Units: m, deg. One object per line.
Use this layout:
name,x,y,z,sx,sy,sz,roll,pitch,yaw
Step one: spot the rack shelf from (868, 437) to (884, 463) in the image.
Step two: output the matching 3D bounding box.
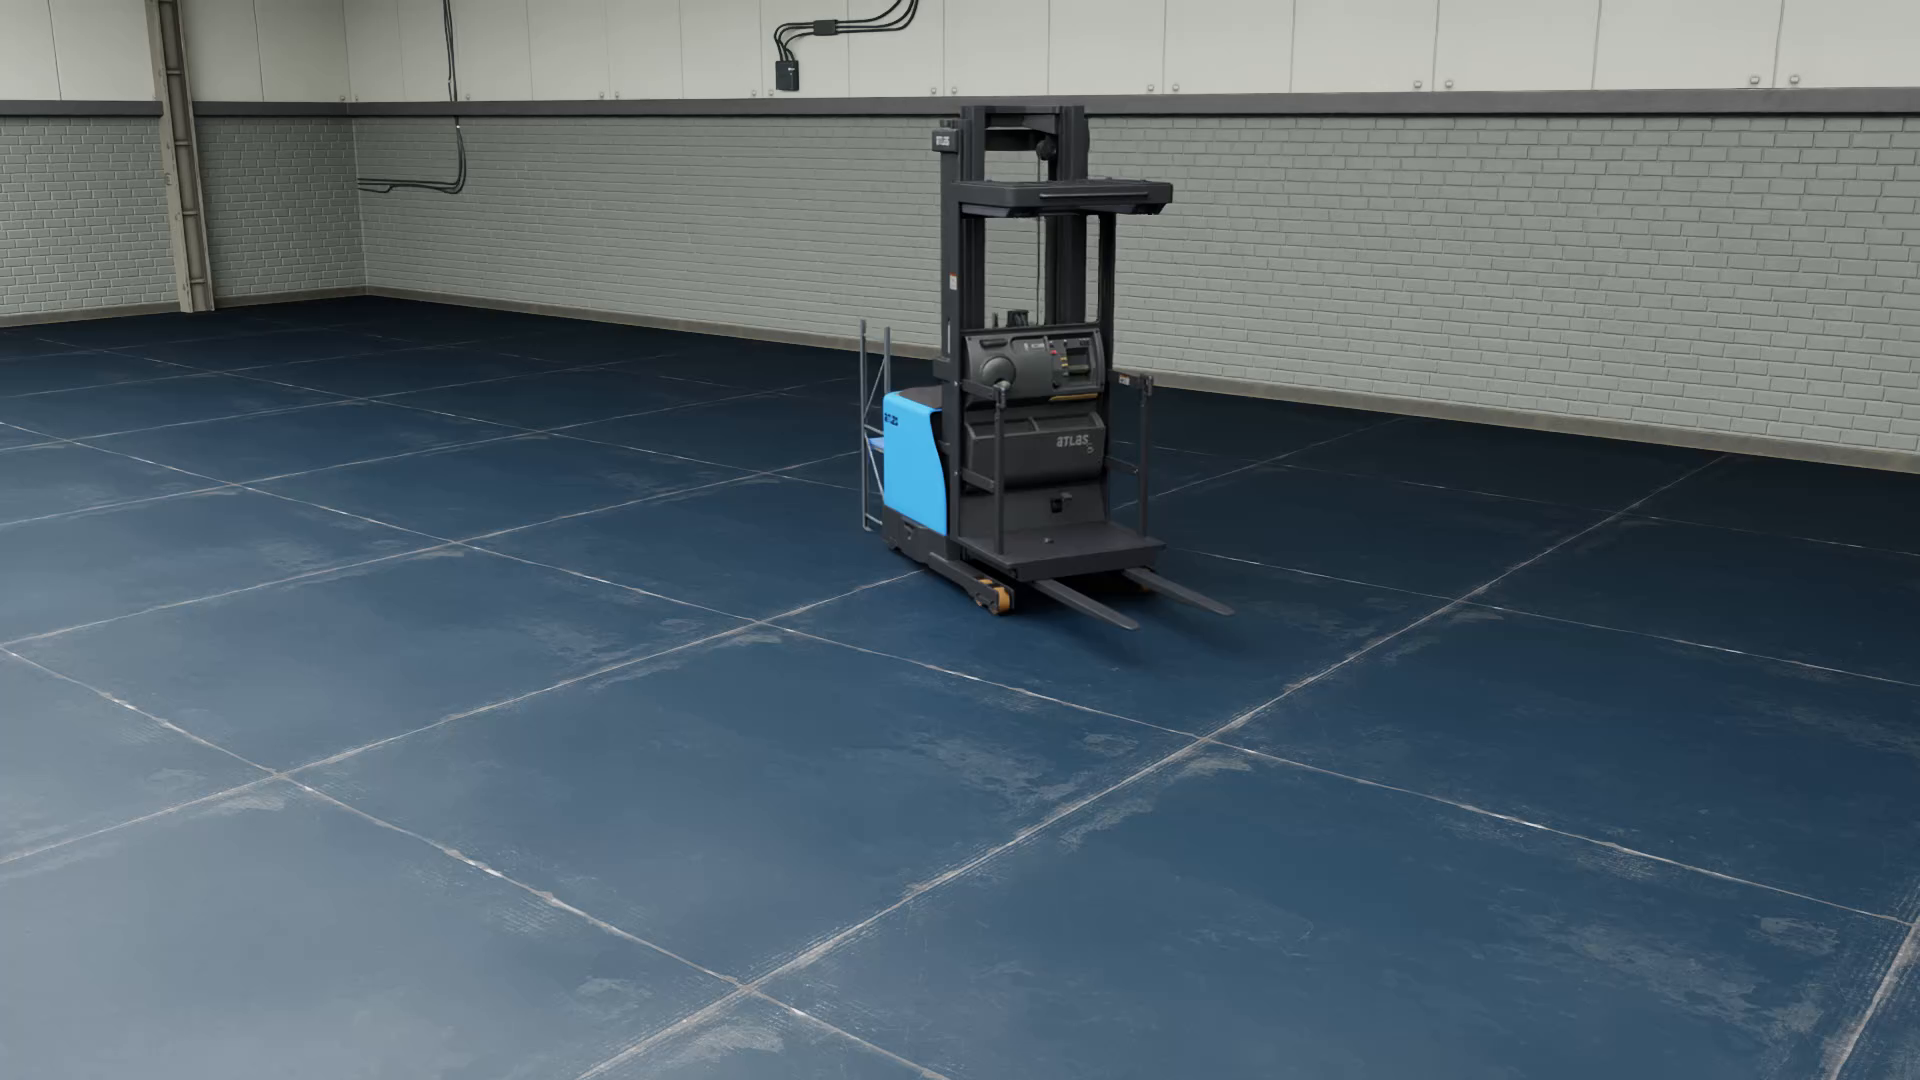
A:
rack shelf,-0.120,-0.636,11.812,1.000,0.185,0.538,-6,16,-23

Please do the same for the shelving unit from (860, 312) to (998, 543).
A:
shelving unit,-0.120,-0.811,11.768,1.048,1.500,0.538,-6,16,-23

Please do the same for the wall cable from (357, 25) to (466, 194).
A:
wall cable,-8.771,-6.719,26.101,3.097,2.526,0.112,11,18,38

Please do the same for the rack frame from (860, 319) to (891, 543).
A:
rack frame,-0.584,-0.760,11.567,0.032,1.500,0.500,-6,16,-23

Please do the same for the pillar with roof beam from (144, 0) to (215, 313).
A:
pillar with roof beam,-8.303,-7.198,21.680,9.100,9.000,0.400,11,18,38

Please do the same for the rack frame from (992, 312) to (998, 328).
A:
rack frame,0.345,-0.862,11.968,0.032,1.500,0.500,-6,16,-23

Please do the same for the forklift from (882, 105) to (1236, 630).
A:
forklift,0.560,-1.101,10.003,1.130,2.935,3.031,-7,16,-25

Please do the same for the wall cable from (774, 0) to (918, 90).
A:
wall cable,-1.397,-8.400,19.505,2.305,6.003,0.169,11,18,38

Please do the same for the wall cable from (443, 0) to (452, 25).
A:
wall cable,-6.667,-8.748,23.831,3.097,2.526,0.112,11,18,38
